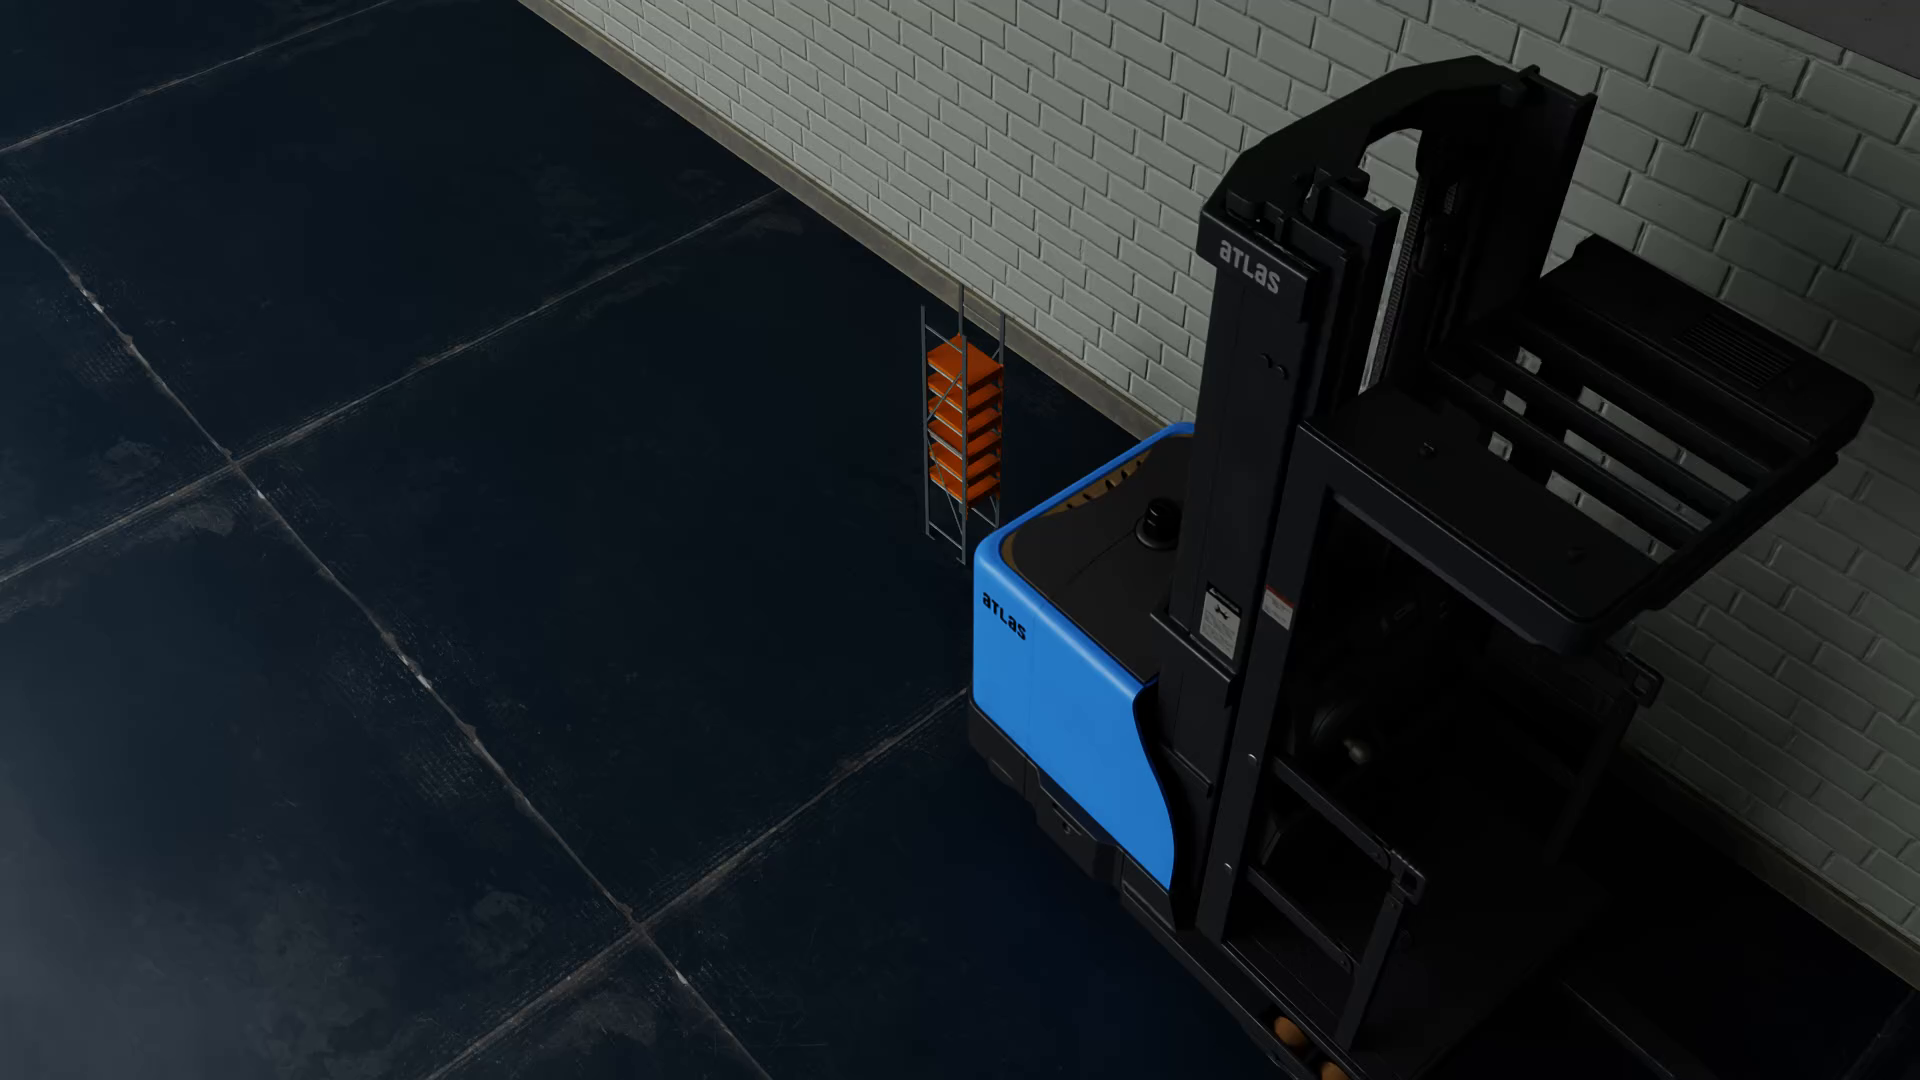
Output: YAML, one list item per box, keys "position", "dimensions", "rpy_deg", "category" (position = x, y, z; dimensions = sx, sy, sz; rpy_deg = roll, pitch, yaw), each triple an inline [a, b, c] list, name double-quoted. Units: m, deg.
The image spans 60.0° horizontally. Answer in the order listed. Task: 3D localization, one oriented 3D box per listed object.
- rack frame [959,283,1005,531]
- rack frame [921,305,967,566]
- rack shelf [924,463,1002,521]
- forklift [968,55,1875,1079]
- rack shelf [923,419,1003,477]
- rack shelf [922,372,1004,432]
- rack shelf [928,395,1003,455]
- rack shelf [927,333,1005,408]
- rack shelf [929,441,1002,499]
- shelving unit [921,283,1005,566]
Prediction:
- position: [0.078, -0.459, 6.411]
  dimensions: [0.006, 1.200, 0.240]
  rpy_deg: [-34, 56, -27]
  category: "rack frame"
- position: [-0.057, -0.369, 6.327]
  dimensions: [0.006, 1.200, 0.240]
  rpy_deg: [-34, 56, -27]
  category: "rack frame"
- position: [0.011, -0.221, 6.578]
  dimensions: [0.180, 0.103, 0.258]
  rpy_deg: [-34, 56, -27]
  category: "rack shelf"
- position: [1.354, 0.362, 4.475]
  dimensions: [1.130, 2.935, 3.031]
  rpy_deg: [-31, 55, -26]
  category: "forklift"
- position: [0.011, -0.384, 6.402]
  dimensions: [0.180, 0.103, 0.258]
  rpy_deg: [-34, 56, -27]
  category: "rack shelf"
- position: [0.011, -0.547, 6.225]
  dimensions: [0.180, 0.103, 0.258]
  rpy_deg: [-34, 56, -27]
  category: "rack shelf"
- position: [0.011, -0.465, 6.313]
  dimensions: [0.180, 0.103, 0.258]
  rpy_deg: [-34, 56, -27]
  category: "rack shelf"
- position: [0.011, -0.628, 6.137]
  dimensions: [0.180, 0.103, 0.258]
  rpy_deg: [-34, 56, -27]
  category: "rack shelf"
- position: [0.011, -0.303, 6.490]
  dimensions: [0.180, 0.103, 0.258]
  rpy_deg: [-34, 56, -27]
  category: "rack shelf"
- position: [0.011, -0.414, 6.369]
  dimensions: [0.189, 1.200, 0.258]
  rpy_deg: [-34, 56, -27]
  category: "shelving unit"
